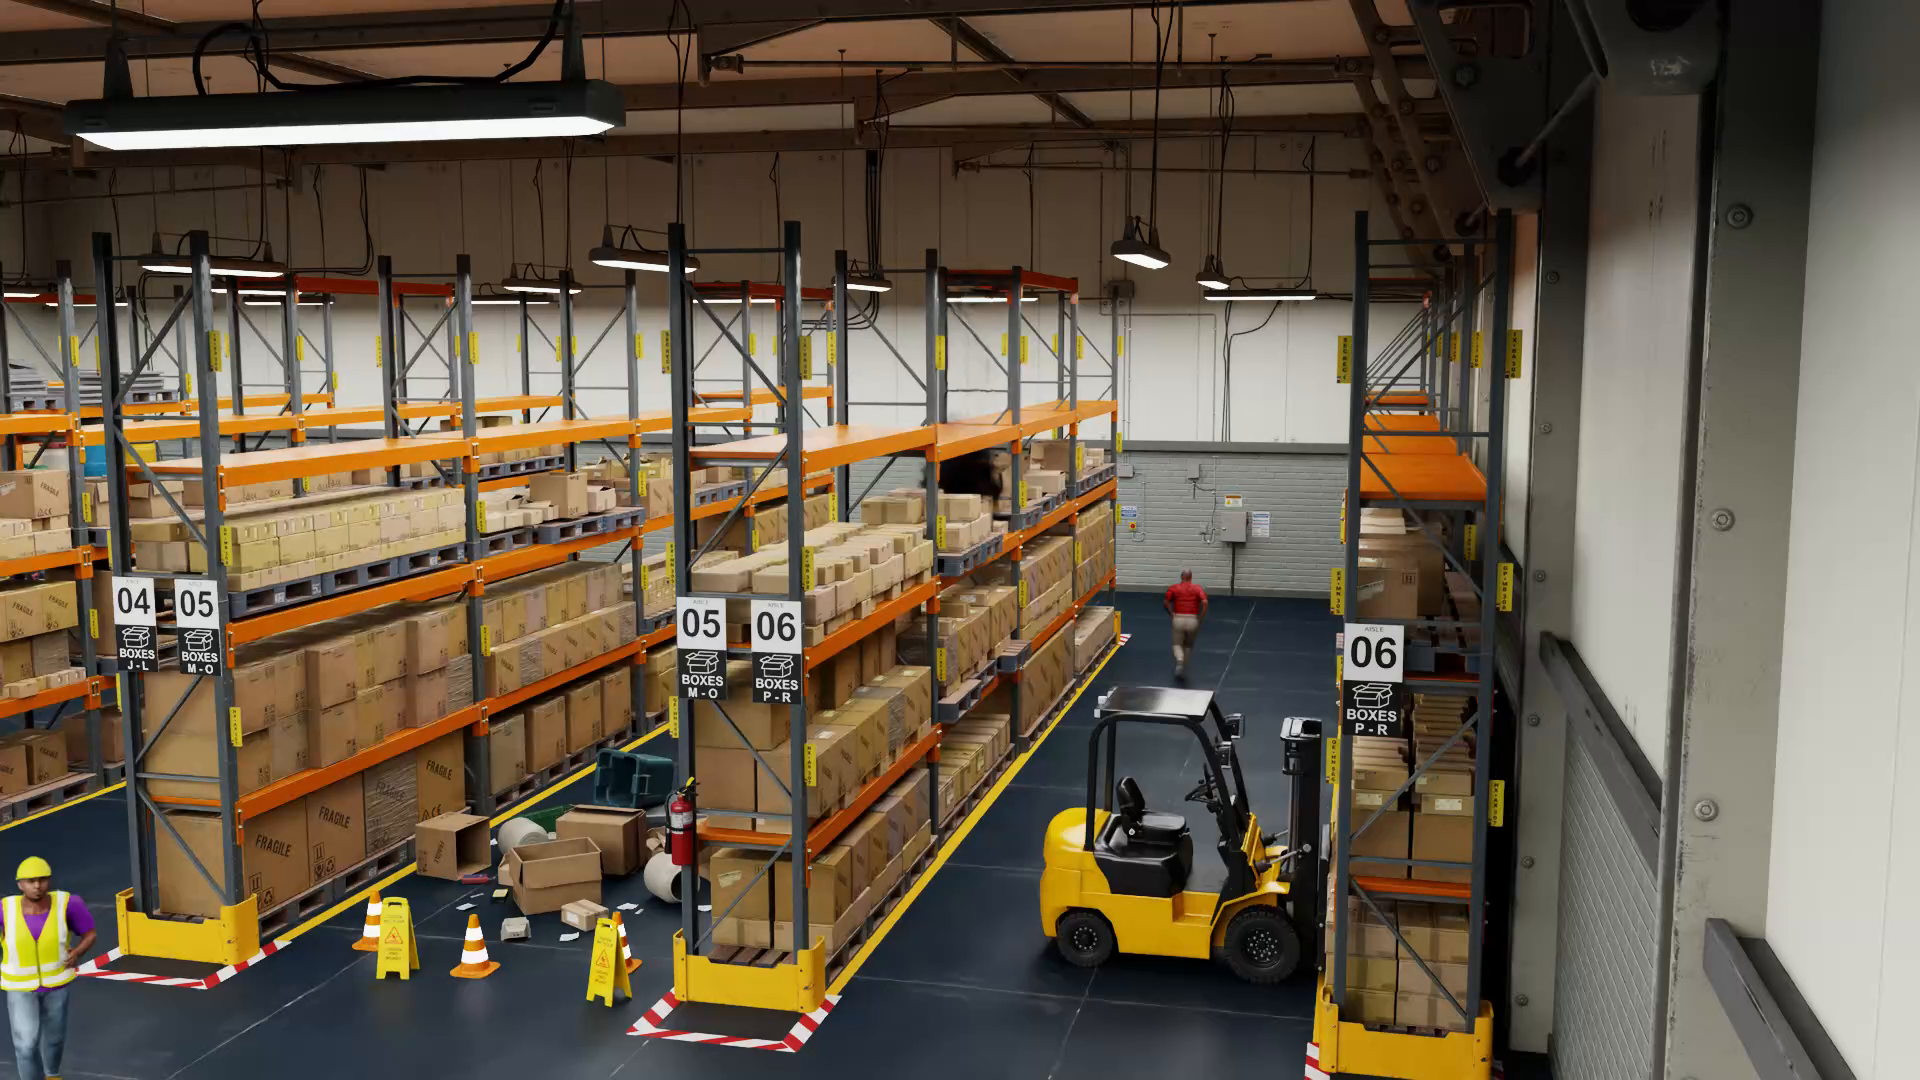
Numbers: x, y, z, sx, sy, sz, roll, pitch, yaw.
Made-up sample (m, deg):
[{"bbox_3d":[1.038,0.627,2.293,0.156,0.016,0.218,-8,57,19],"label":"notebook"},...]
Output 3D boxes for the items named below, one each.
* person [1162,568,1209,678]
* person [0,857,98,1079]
[{"bbox_3d":[3.388,1.295,25.036,0.688,1.710,0.843,1,7,8],"label":"person"},{"bbox_3d":[-6.107,2.965,11.040,0.708,1.800,0.777,-5,9,-36],"label":"person"}]
